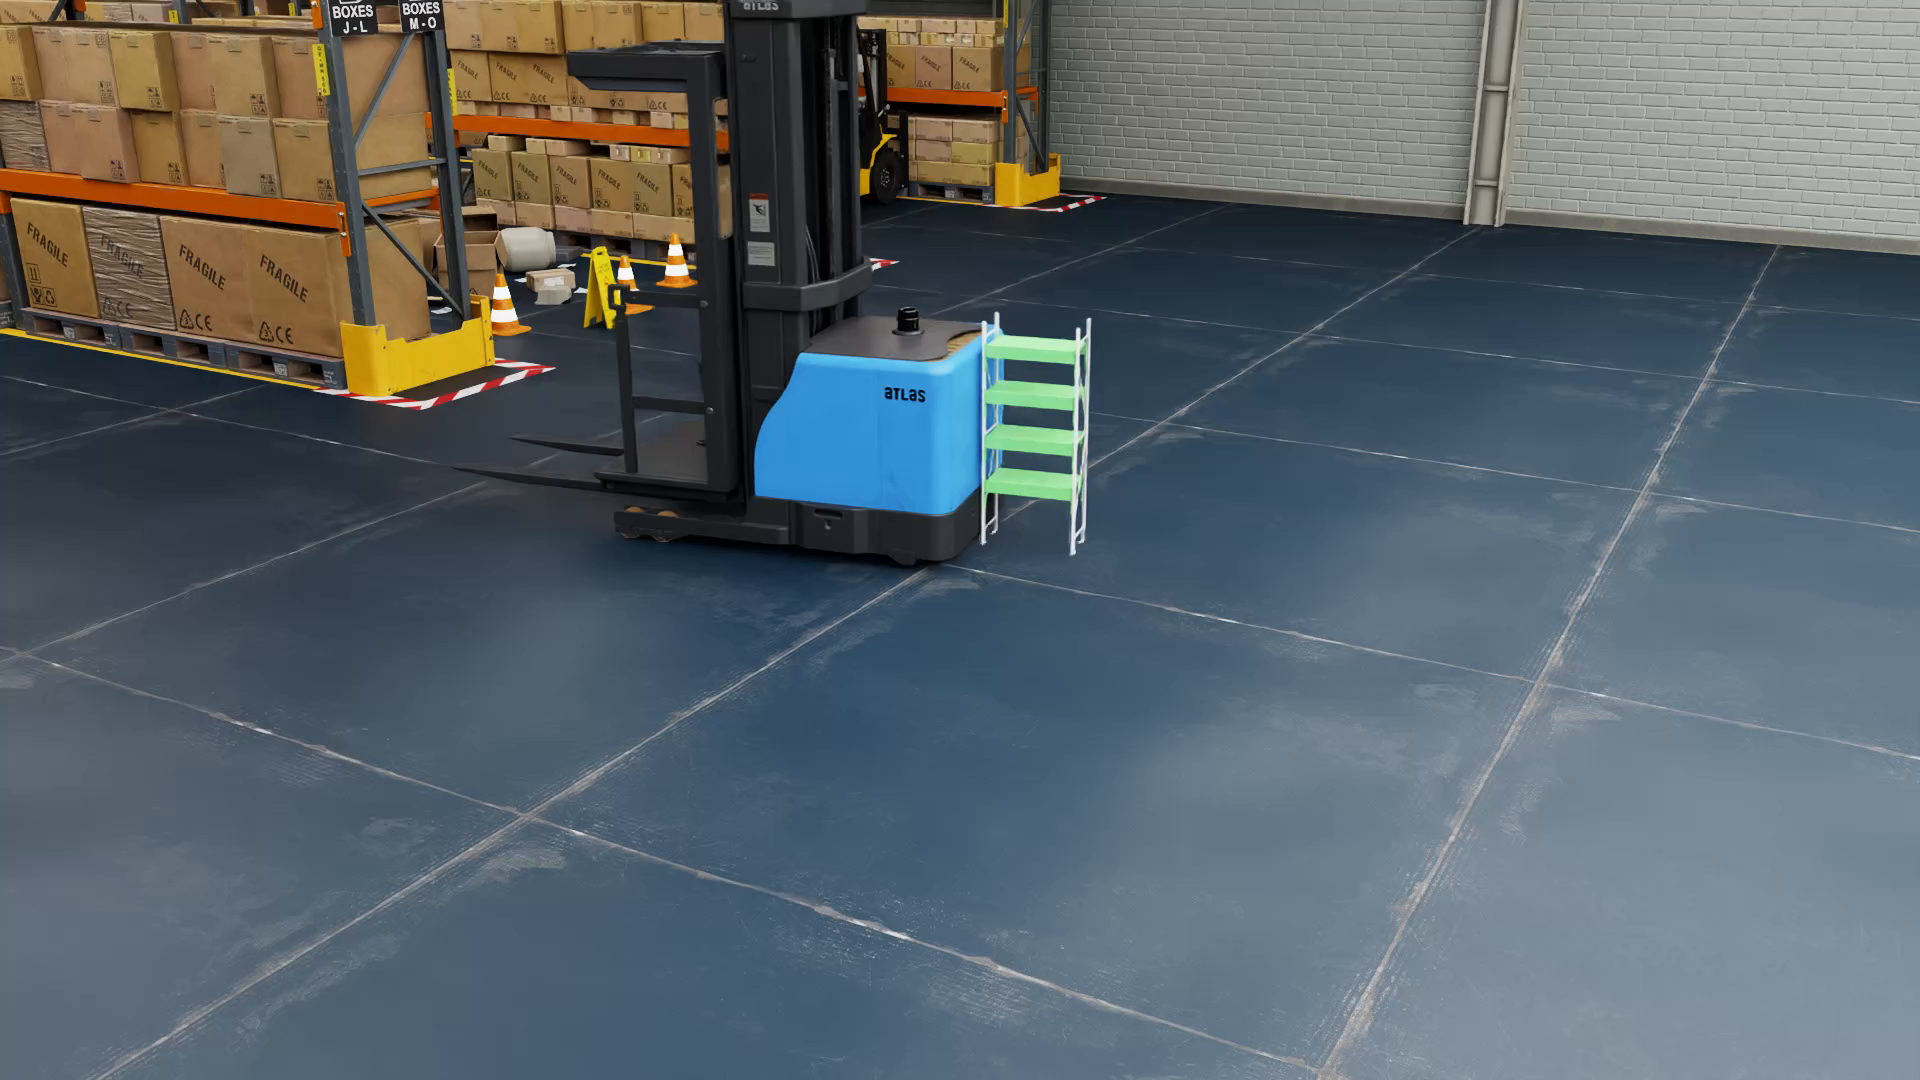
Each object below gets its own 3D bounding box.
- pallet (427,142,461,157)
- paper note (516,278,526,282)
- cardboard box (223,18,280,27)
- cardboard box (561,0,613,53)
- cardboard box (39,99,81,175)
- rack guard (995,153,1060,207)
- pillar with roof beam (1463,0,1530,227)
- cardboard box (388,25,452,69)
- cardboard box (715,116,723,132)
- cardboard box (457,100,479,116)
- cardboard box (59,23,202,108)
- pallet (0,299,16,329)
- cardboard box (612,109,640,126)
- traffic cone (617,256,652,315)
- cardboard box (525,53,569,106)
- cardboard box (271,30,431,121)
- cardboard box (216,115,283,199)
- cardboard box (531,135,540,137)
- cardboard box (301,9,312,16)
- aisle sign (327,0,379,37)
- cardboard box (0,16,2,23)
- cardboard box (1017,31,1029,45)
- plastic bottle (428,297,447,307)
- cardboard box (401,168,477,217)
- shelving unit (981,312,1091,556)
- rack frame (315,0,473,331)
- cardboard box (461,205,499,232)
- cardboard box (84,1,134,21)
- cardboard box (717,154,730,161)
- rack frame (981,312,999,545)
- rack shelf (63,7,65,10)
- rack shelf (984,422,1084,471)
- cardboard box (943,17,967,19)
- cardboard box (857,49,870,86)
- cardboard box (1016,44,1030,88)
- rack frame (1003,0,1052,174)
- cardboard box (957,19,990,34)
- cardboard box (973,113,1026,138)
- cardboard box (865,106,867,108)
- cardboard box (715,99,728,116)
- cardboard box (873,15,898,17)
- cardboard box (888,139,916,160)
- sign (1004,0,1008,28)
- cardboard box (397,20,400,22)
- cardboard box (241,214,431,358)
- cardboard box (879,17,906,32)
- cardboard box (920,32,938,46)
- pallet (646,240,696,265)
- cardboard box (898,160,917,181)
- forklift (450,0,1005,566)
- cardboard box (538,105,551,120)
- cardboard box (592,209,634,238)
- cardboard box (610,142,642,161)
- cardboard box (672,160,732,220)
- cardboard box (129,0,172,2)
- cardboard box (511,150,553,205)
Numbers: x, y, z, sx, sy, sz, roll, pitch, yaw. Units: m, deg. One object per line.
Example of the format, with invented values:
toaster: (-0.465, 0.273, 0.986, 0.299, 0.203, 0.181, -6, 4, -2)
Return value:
pallet: (-7.871, -5.932, 24.910, 1.213, 0.211, 1.003, 11, 23, 27)
paper note: (-4.074, -2.445, 15.578, 0.148, 0.019, 0.142, -16, 26, -38)
cardboard box: (-7.855, -5.582, 18.656, 0.500, 0.500, 0.500, 12, 23, 30)
cardboard box: (-3.463, -5.038, 16.305, 0.500, 0.500, 0.700, 11, 22, 27)
cardboard box: (-6.608, -3.199, 13.064, 0.550, 0.550, 0.875, 11, 23, 27)
rack guard: (0.829, -4.395, 20.248, 0.348, 0.500, 1.175, 11, 23, 27)
pillar with roof beam: (3.778, -6.499, 13.585, 0.400, 9.000, 9.100, 11, 23, 27)
cardboard box: (-5.617, -5.154, 17.475, 0.500, 0.500, 0.500, 10, 22, 26)
cardboard box: (-2.316, -3.985, 15.821, 0.250, 0.149, 0.380, 10, 22, 27)
cardboard box: (-4.983, -4.495, 17.227, 0.250, 0.149, 0.380, 11, 23, 27)
cardboard box: (-6.181, -3.590, 12.558, 0.550, 0.550, 0.875, 11, 23, 27)
pallet: (-8.138, -2.066, 14.250, 1.213, 0.211, 1.003, 11, 23, 27)
cardboard box: (-3.191, -4.168, 16.325, 0.250, 0.149, 0.380, 11, 22, 27)
traffic cone: (-2.859, -2.204, 14.262, 0.334, 0.463, 0.336, 11, 23, 27)
cardboard box: (-3.972, -4.628, 16.641, 0.500, 0.500, 0.500, 11, 22, 27)
cardboard box: (-4.240, -3.257, 11.641, 0.550, 0.550, 0.875, 11, 23, 27)
cardboard box: (-4.772, -2.809, 11.990, 0.550, 0.550, 0.875, 11, 23, 27)
cardboard box: (-5.638, -5.878, 23.537, 0.625, 0.625, 0.875, 12, 23, 29)
cardboard box: (-9.355, -7.667, 24.840, 0.500, 0.500, 0.700, 11, 23, 29)
aisle sign: (-4.020, -3.726, 10.927, 0.004, 0.787, 0.394, 11, 23, 27)
cardboard box: (-11.842, -6.450, 20.634, 0.500, 0.500, 0.500, 11, 23, 28)
cardboard box: (0.638, -6.060, 20.074, 0.250, 0.149, 0.380, 10, 22, 26)
plastic bottle: (-4.629, -2.083, 14.519, 0.283, 0.061, 0.133, 3, 20, 9)
cardboard box: (-5.561, -3.810, 18.206, 0.625, 0.372, 0.950, 11, 23, 28)
shelving unit: (0.389, -0.549, 8.619, 0.503, 1.200, 0.258, 6, 21, 17)
rack frame: (-3.935, -2.605, 11.649, 0.127, 3.000, 1.000, 11, 23, 27)
cardboard box: (-4.830, -3.004, 16.409, 0.500, 0.500, 0.500, -7, 21, -20)
cardboard box: (-10.055, -6.119, 19.722, 0.500, 0.500, 0.500, 11, 23, 27)
cardboard box: (-2.200, -3.573, 16.634, 0.500, 0.500, 0.500, 10, 22, 26)
rack frame: (0.157, -0.575, 8.691, 0.015, 1.200, 0.240, 6, 21, 17)
rack shelf: (-9.173, -4.675, 14.011, 4.000, 0.370, 1.077, 11, 23, 27)
rack shelf: (0.389, -0.489, 8.641, 0.480, 0.148, 0.258, 6, 21, 17)
cardboard box: (-0.039, -6.324, 20.367, 0.250, 0.149, 0.380, 11, 23, 28)
cardboard box: (-1.090, -5.879, 20.528, 0.500, 0.500, 0.500, 11, 23, 28)
cardboard box: (0.511, -5.786, 20.271, 0.500, 0.500, 0.500, 12, 23, 29)
rack frame: (0.808, -5.574, 19.833, 0.127, 3.000, 1.000, 11, 23, 27)
cardboard box: (0.162, -6.094, 19.733, 0.250, 0.149, 0.380, 11, 23, 27)
cardboard box: (0.481, -5.085, 20.435, 0.500, 0.250, 0.500, 10, 22, 26)
cardboard box: (-1.275, -5.422, 21.364, 0.500, 0.250, 0.500, 11, 23, 28)
cardboard box: (-2.218, -4.291, 15.713, 0.500, 0.500, 0.500, 10, 22, 26)
cardboard box: (-0.950, -6.494, 20.835, 0.250, 0.149, 0.380, 12, 23, 29)
cardboard box: (-0.663, -4.868, 20.570, 0.500, 0.250, 0.500, 10, 22, 26)
sign: (0.531, -6.071, 19.156, 0.005, 0.325, 0.100, 11, 23, 27)
cardboard box: (-6.234, -5.478, 18.369, 0.500, 0.500, 0.500, 11, 22, 27)
cardboard box: (-4.560, -1.897, 12.196, 0.875, 0.875, 0.875, 11, 23, 28)
cardboard box: (-0.771, -6.245, 20.149, 0.250, 0.149, 0.380, 11, 23, 28)
cardboard box: (-0.276, -6.040, 20.019, 0.250, 0.149, 0.380, 11, 22, 27)
pallet: (-2.368, -2.943, 16.669, 1.213, 0.211, 1.003, 11, 23, 27)
cardboard box: (-0.618, -4.634, 20.659, 0.500, 0.250, 0.500, 11, 23, 28)
forklift: (-1.327, -1.527, 8.777, 3.031, 2.935, 1.130, 6, 21, 17)
cardboard box: (-4.043, -4.347, 16.818, 0.250, 0.149, 0.380, 11, 23, 27)
cardboard box: (-3.354, -3.229, 16.784, 0.500, 0.250, 0.500, 10, 22, 25)
cardboard box: (-3.236, -3.842, 16.423, 0.250, 0.149, 0.380, 12, 23, 30)
cardboard box: (-2.436, -3.409, 16.180, 0.500, 0.500, 0.500, 11, 23, 28)
cardboard box: (-9.787, -6.268, 20.134, 0.500, 0.500, 0.500, 12, 23, 29)
cardboard box: (-4.245, -3.754, 17.133, 0.500, 0.500, 0.500, 12, 23, 29)
